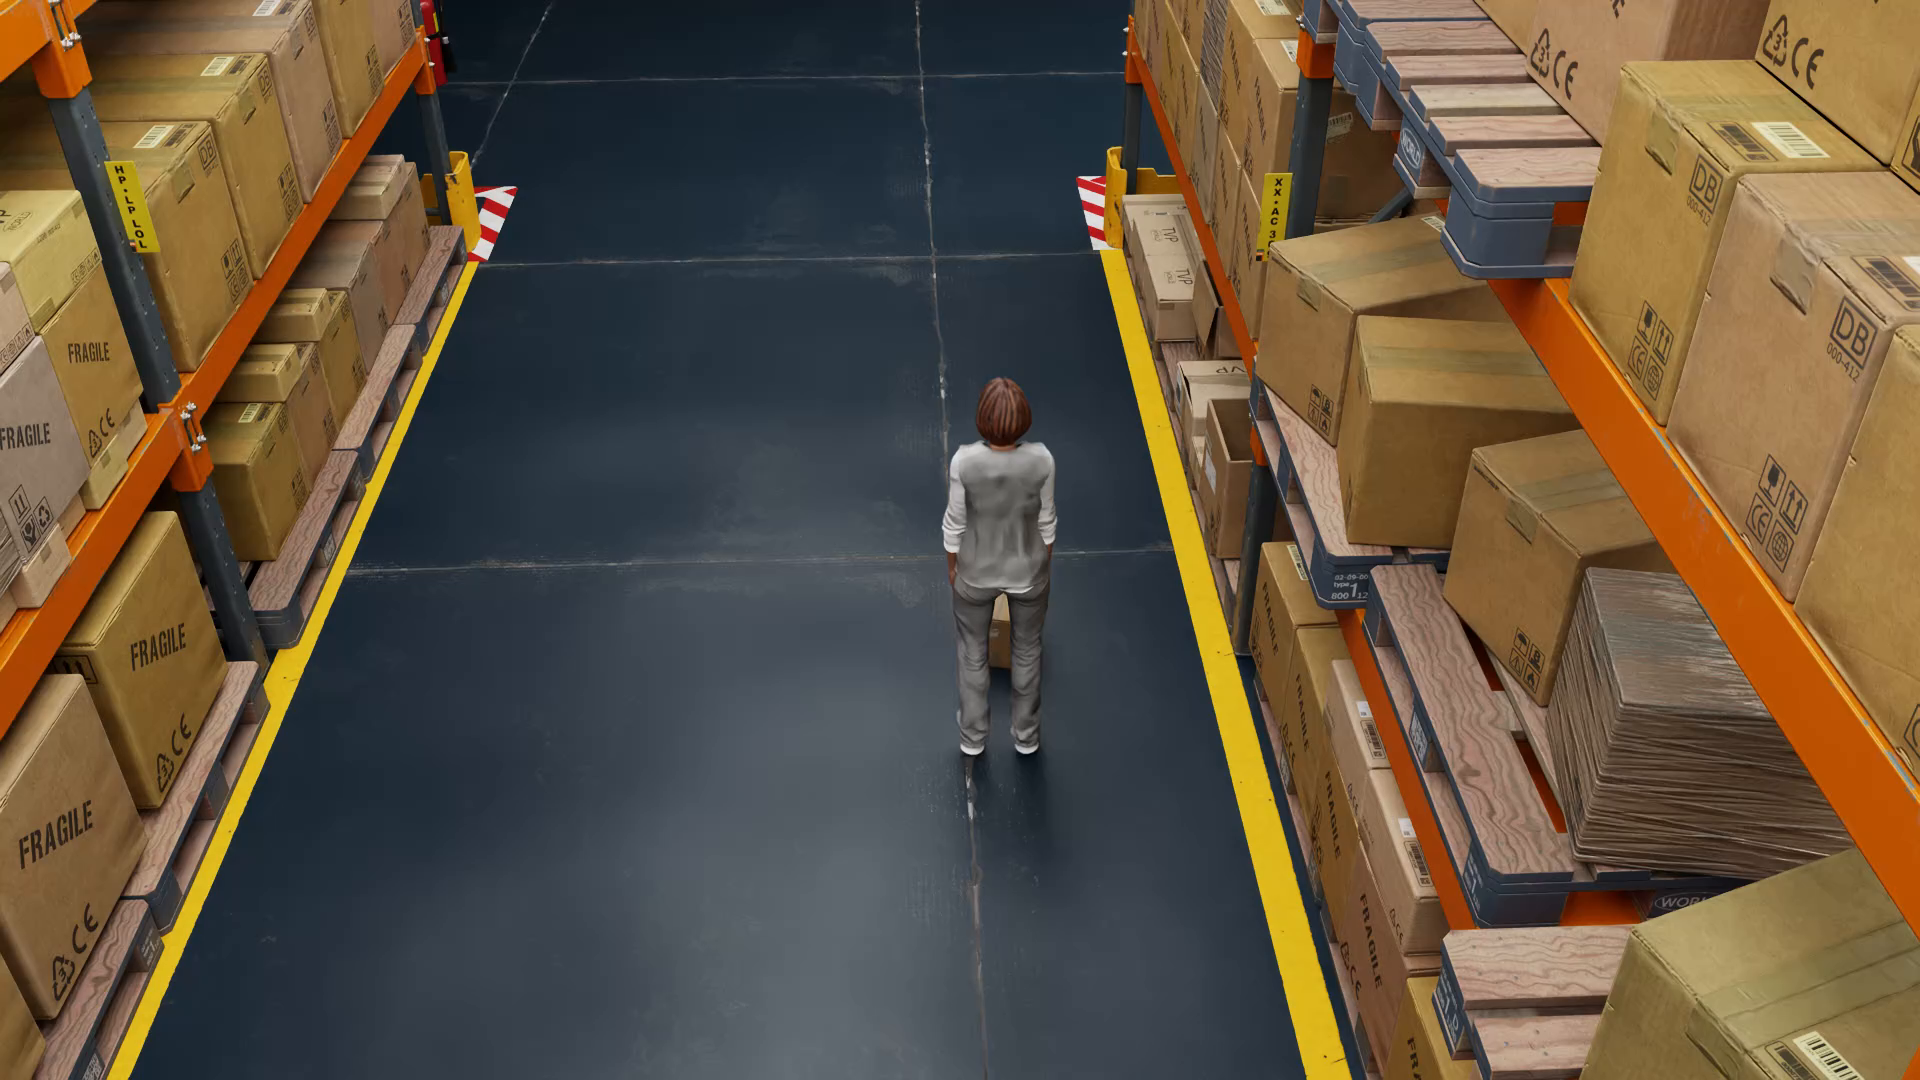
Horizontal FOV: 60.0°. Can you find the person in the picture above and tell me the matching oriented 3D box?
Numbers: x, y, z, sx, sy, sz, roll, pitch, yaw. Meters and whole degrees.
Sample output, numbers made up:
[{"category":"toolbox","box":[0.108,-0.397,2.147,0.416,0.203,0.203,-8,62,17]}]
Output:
[{"category":"person","box":[0.139,0.115,5.999,0.405,1.602,0.303,-1,36,-1]}]
